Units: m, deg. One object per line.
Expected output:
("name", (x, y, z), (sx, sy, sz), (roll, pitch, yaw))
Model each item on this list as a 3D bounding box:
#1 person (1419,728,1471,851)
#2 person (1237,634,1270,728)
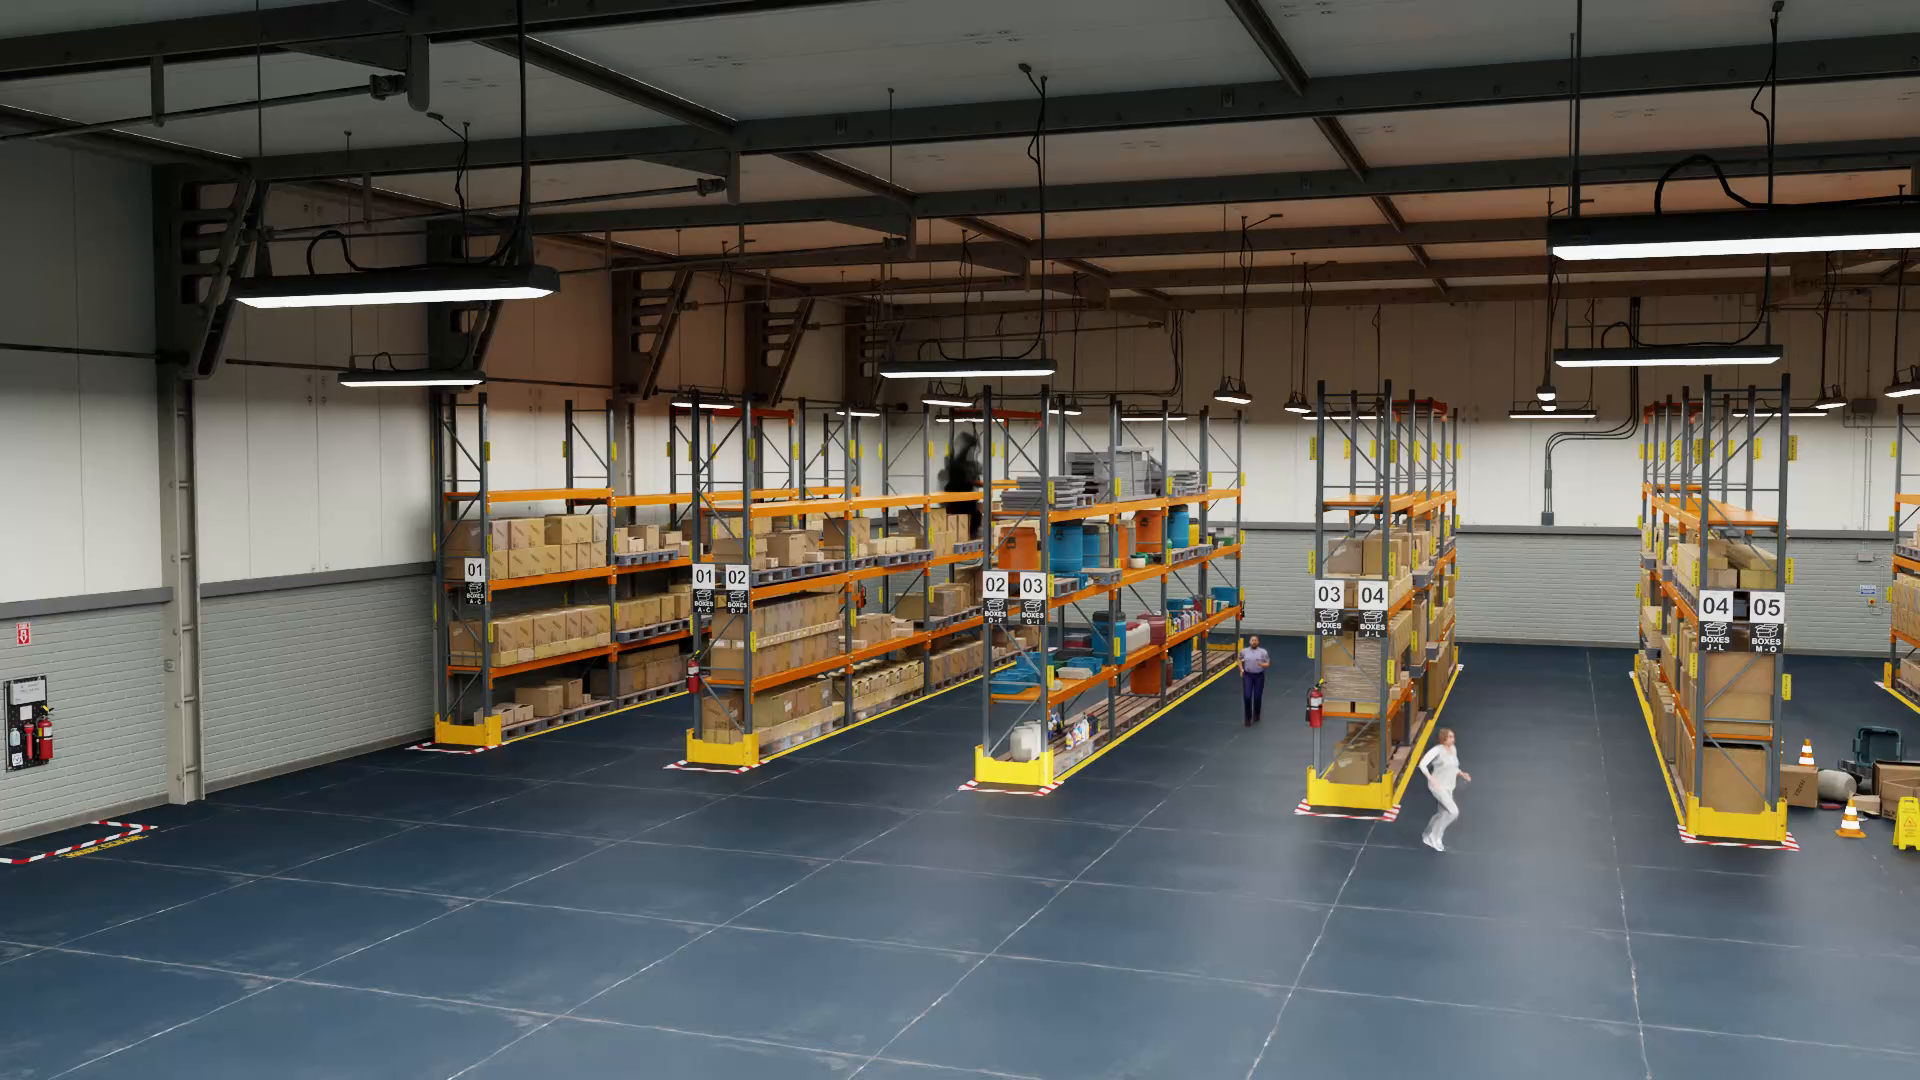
("person", (6.031, 3.163, 20.783), (0.493, 1.461, 0.696), (-3, 4, -40))
("person", (5.356, 2.577, 30.355), (0.587, 1.711, 0.705), (0, 3, 8))
